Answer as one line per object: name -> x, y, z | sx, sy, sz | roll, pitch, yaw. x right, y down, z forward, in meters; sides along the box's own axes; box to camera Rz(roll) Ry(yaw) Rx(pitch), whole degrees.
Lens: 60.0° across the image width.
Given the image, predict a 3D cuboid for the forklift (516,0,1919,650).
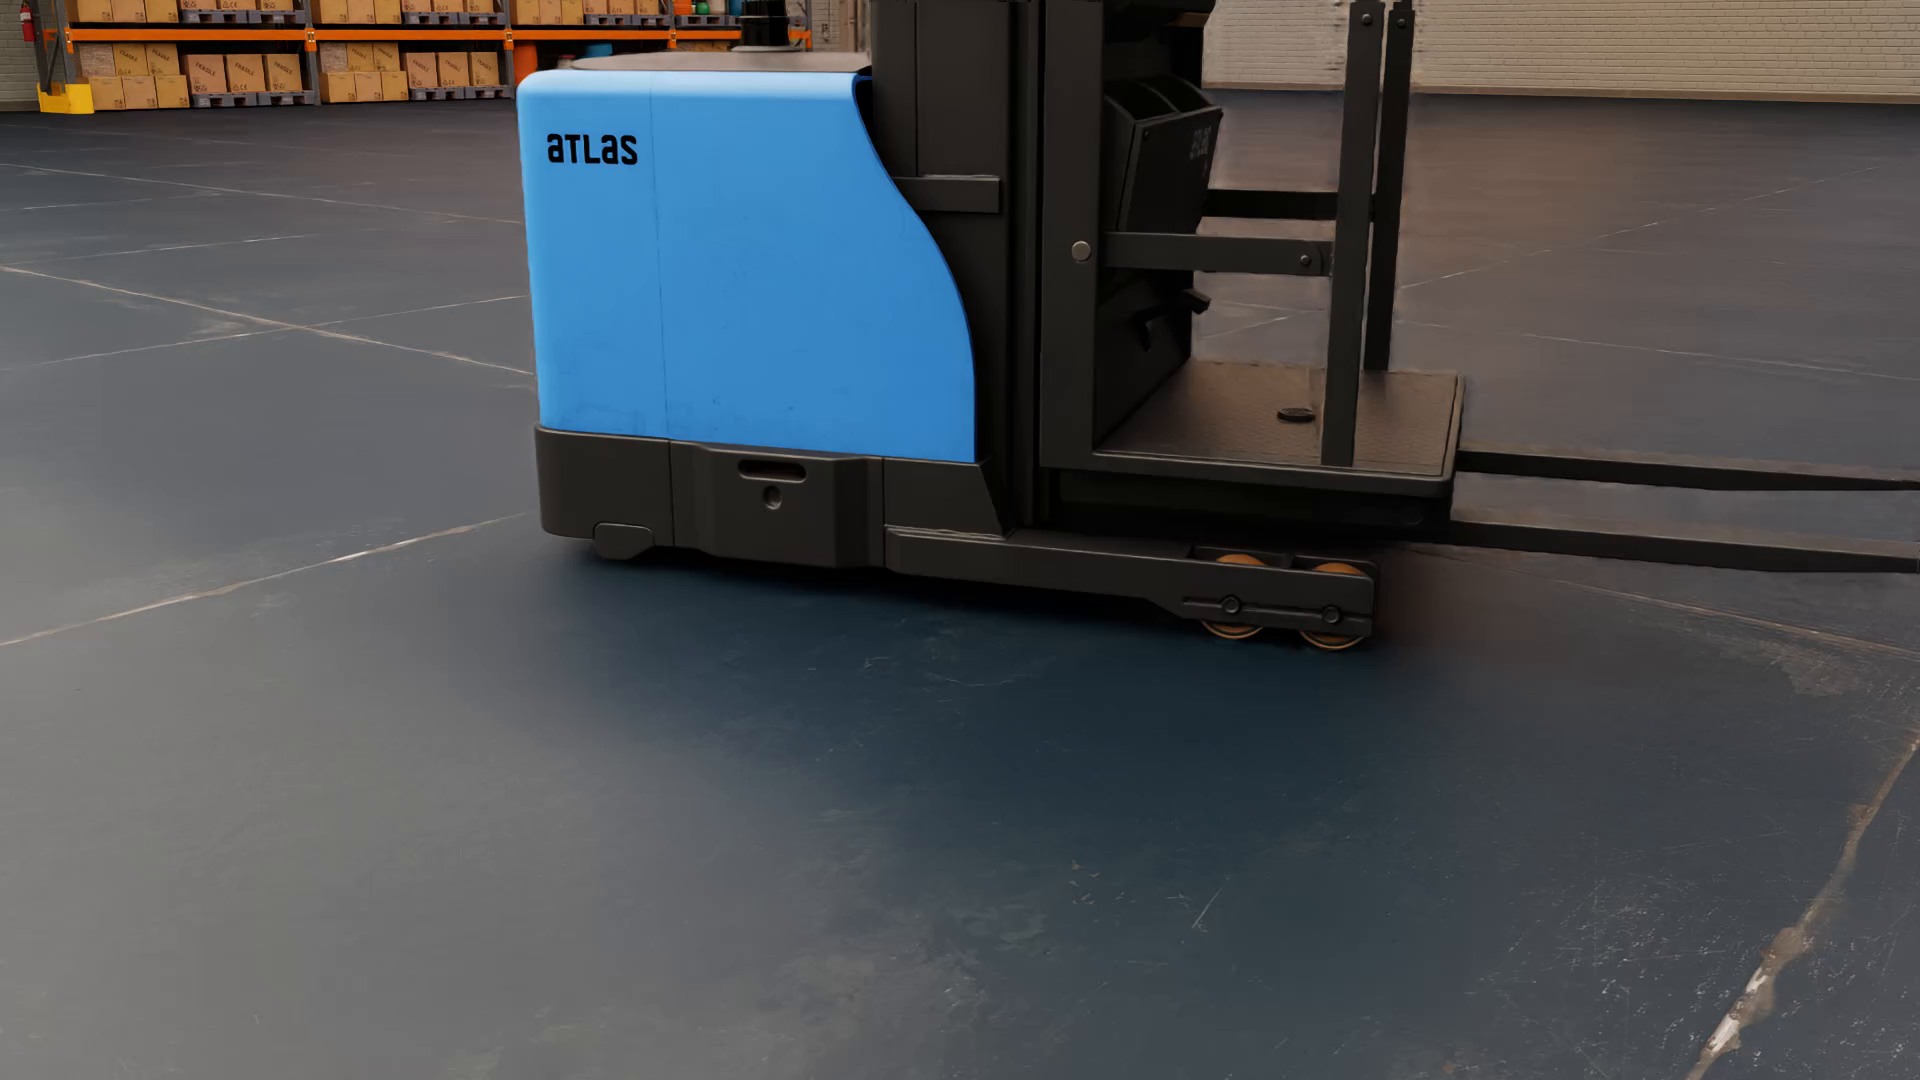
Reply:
forklift -> 0.616, -1.361, 3.381 | 3.031, 2.935, 1.130 | 5, 18, 17
